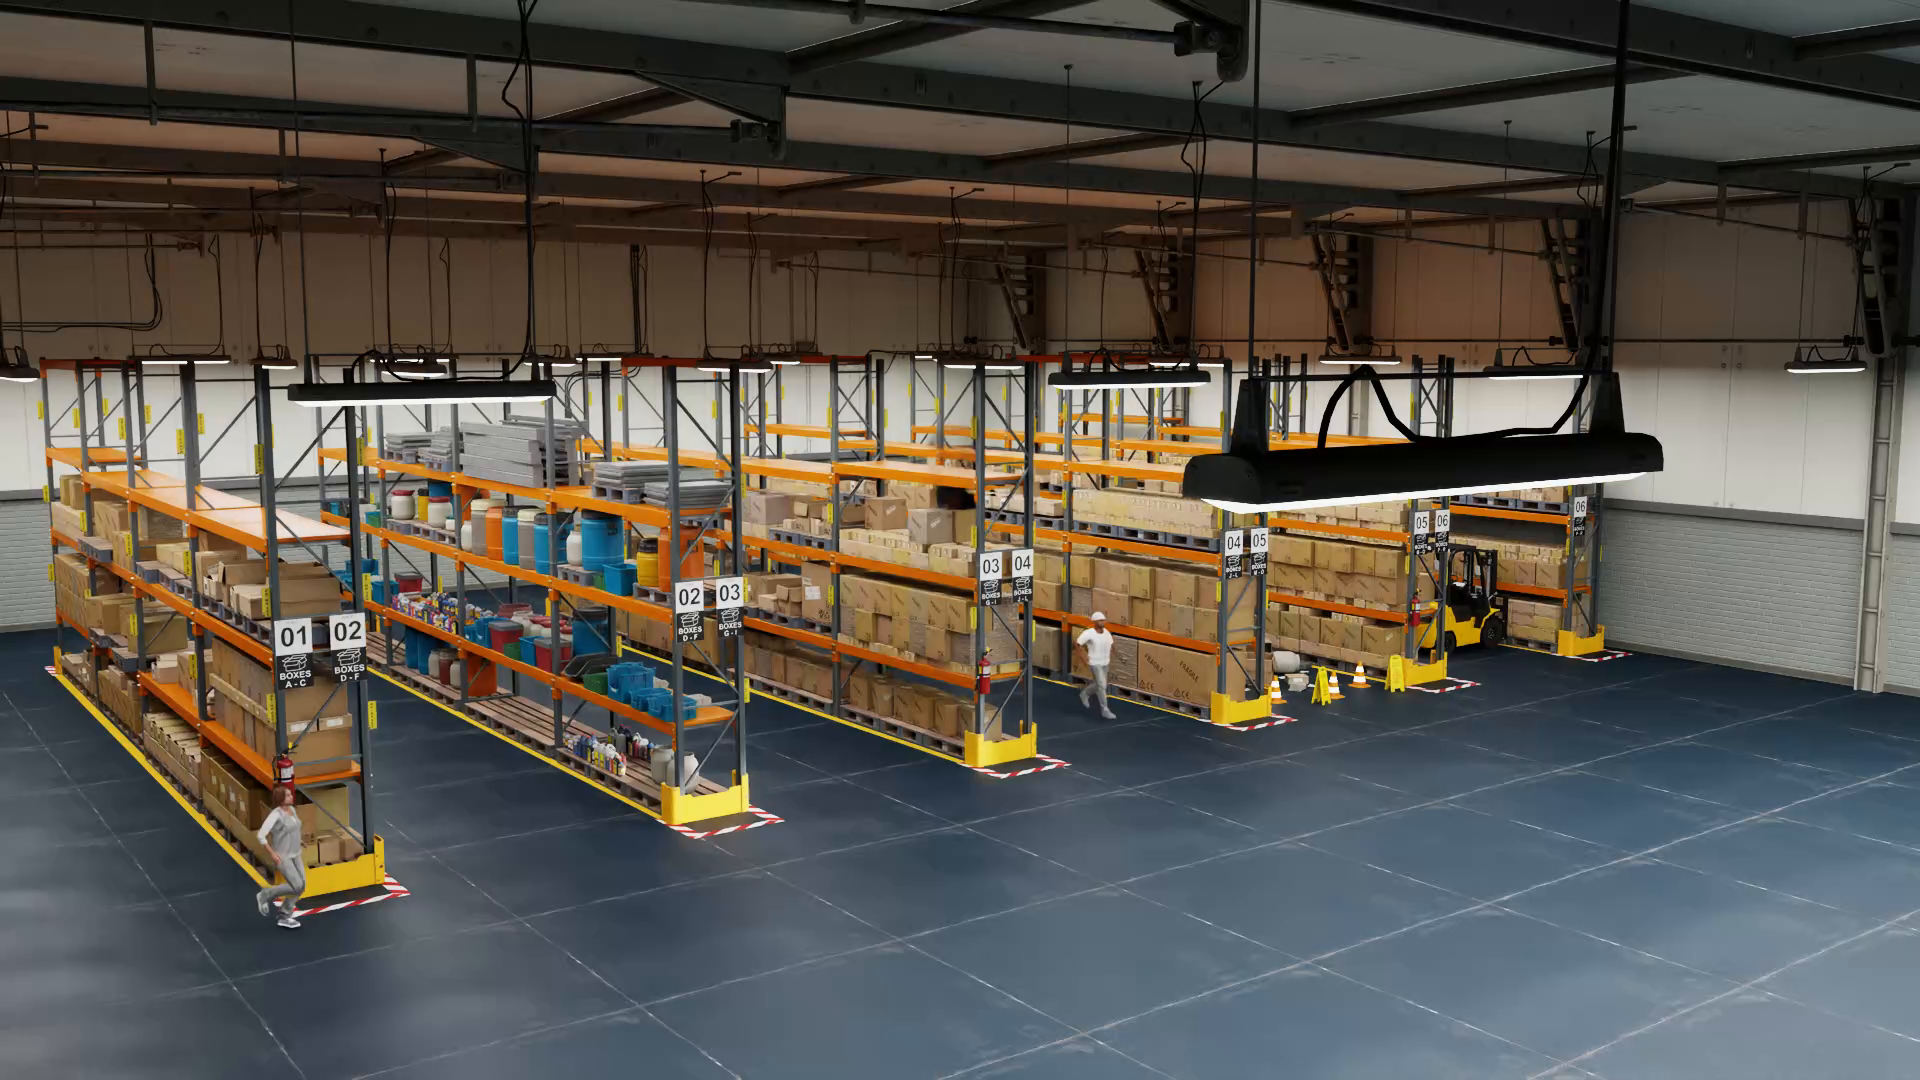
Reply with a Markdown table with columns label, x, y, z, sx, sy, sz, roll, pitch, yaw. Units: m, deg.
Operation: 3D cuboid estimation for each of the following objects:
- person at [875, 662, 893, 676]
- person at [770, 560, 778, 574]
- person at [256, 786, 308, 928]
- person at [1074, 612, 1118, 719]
| label | x | y | z | sx | sy | sz | roll | pitch | yaw |
| --- | --- | --- | --- | --- | --- | --- | --- | --- | --- |
| person | -1.309 | 1.715 | 31.233 | 0.577 | 1.740 | 0.650 | 6 | 9 | 41 |
| person | -4.759 | 0.457 | 41.955 | 0.793 | 1.691 | 0.606 | 2 | 7 | 13 |
| person | -7.321 | 3.418 | 18.001 | 0.522 | 1.528 | 0.554 | 1 | 7 | 6 |
| person | 2.317 | 2.081 | 28.032 | 0.723 | 1.751 | 0.959 | -6 | 9 | -40 |
